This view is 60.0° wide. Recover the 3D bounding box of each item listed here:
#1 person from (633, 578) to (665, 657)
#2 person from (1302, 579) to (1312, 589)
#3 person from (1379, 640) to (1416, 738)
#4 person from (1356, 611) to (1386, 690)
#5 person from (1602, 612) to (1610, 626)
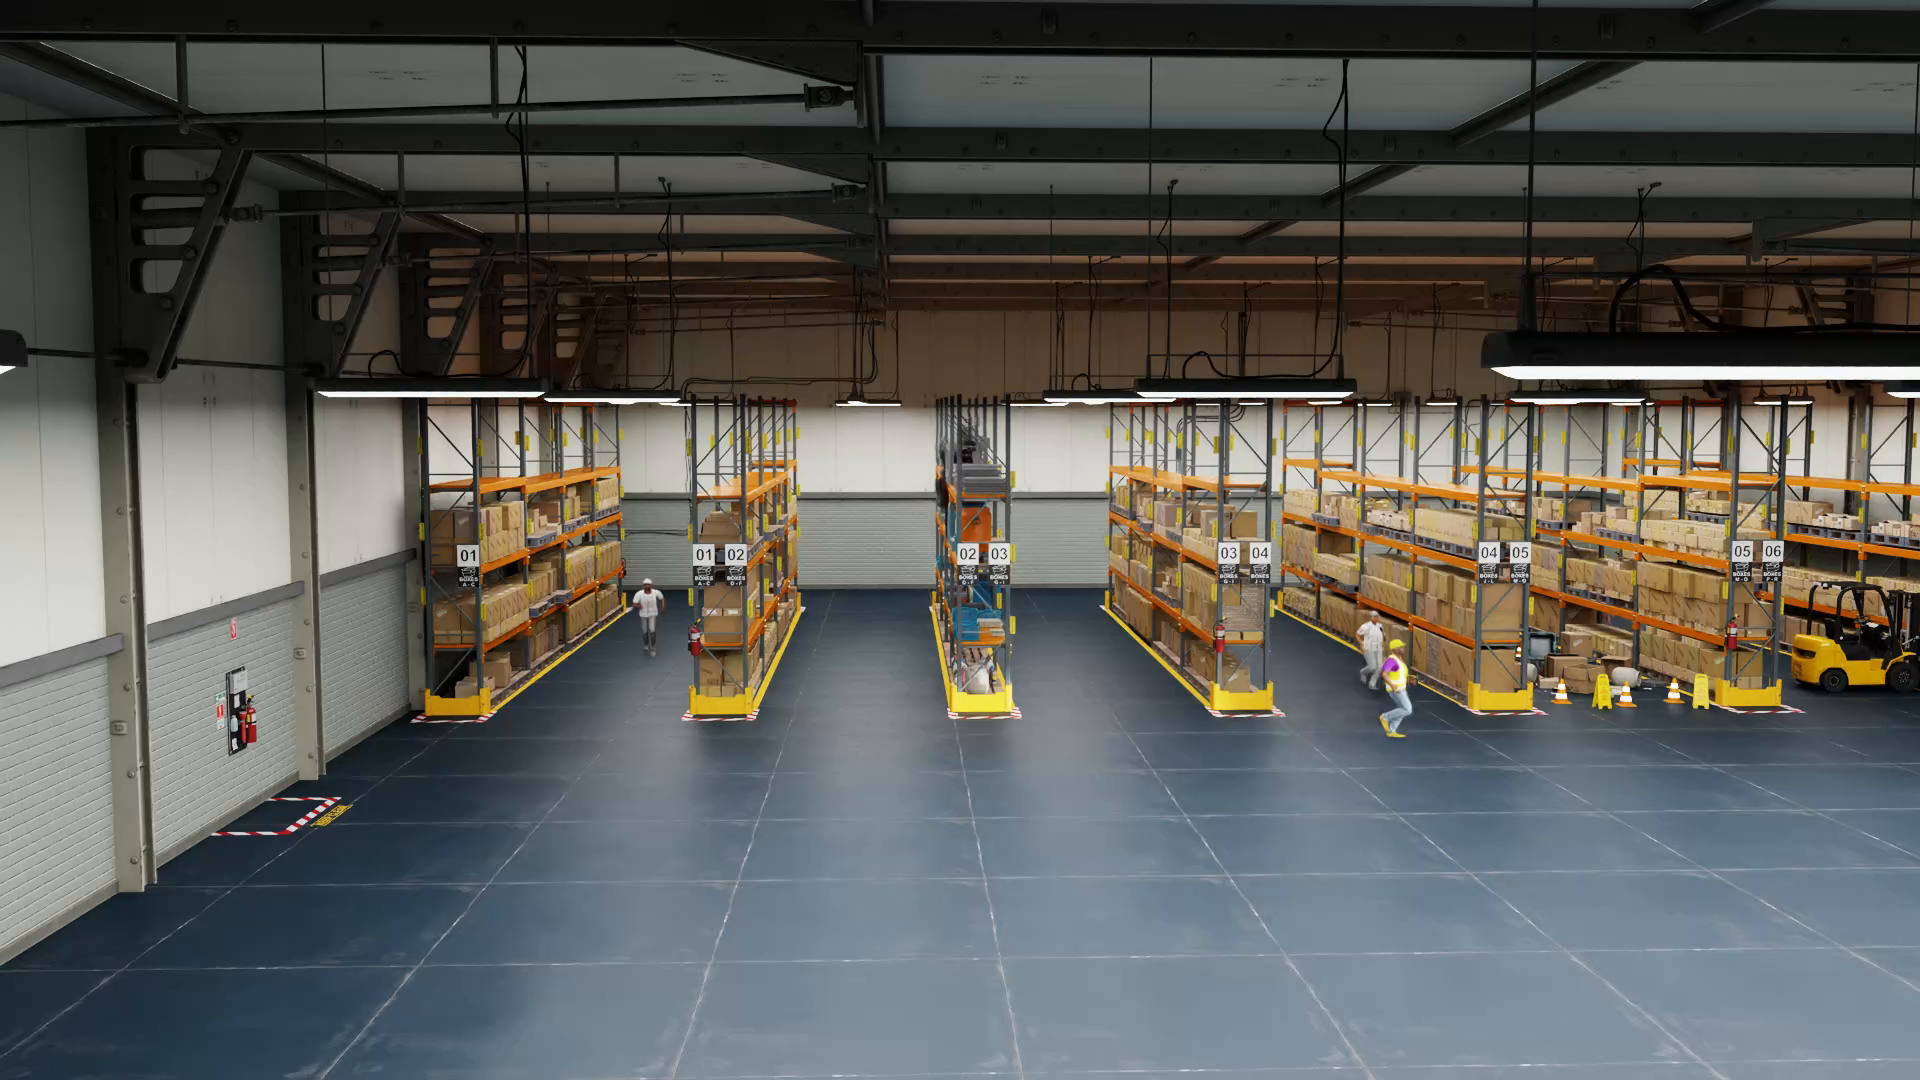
[{"bbox_3d":[-7.252,1.810,38.728,0.724,1.847,0.757,-1,5,-7],"label":"person"},{"bbox_3d":[10.268,1.021,48.916,0.552,1.709,0.712,3,6,36],"label":"person"},{"bbox_3d":[7.612,2.591,28.931,0.577,1.716,0.716,2,5,25],"label":"person"},{"bbox_3d":[8.422,2.248,33.916,0.619,1.617,0.556,-1,5,-18],"label":"person"},{"bbox_3d":[16.528,1.544,42.758,0.600,1.624,0.703,0,4,2],"label":"person"}]
